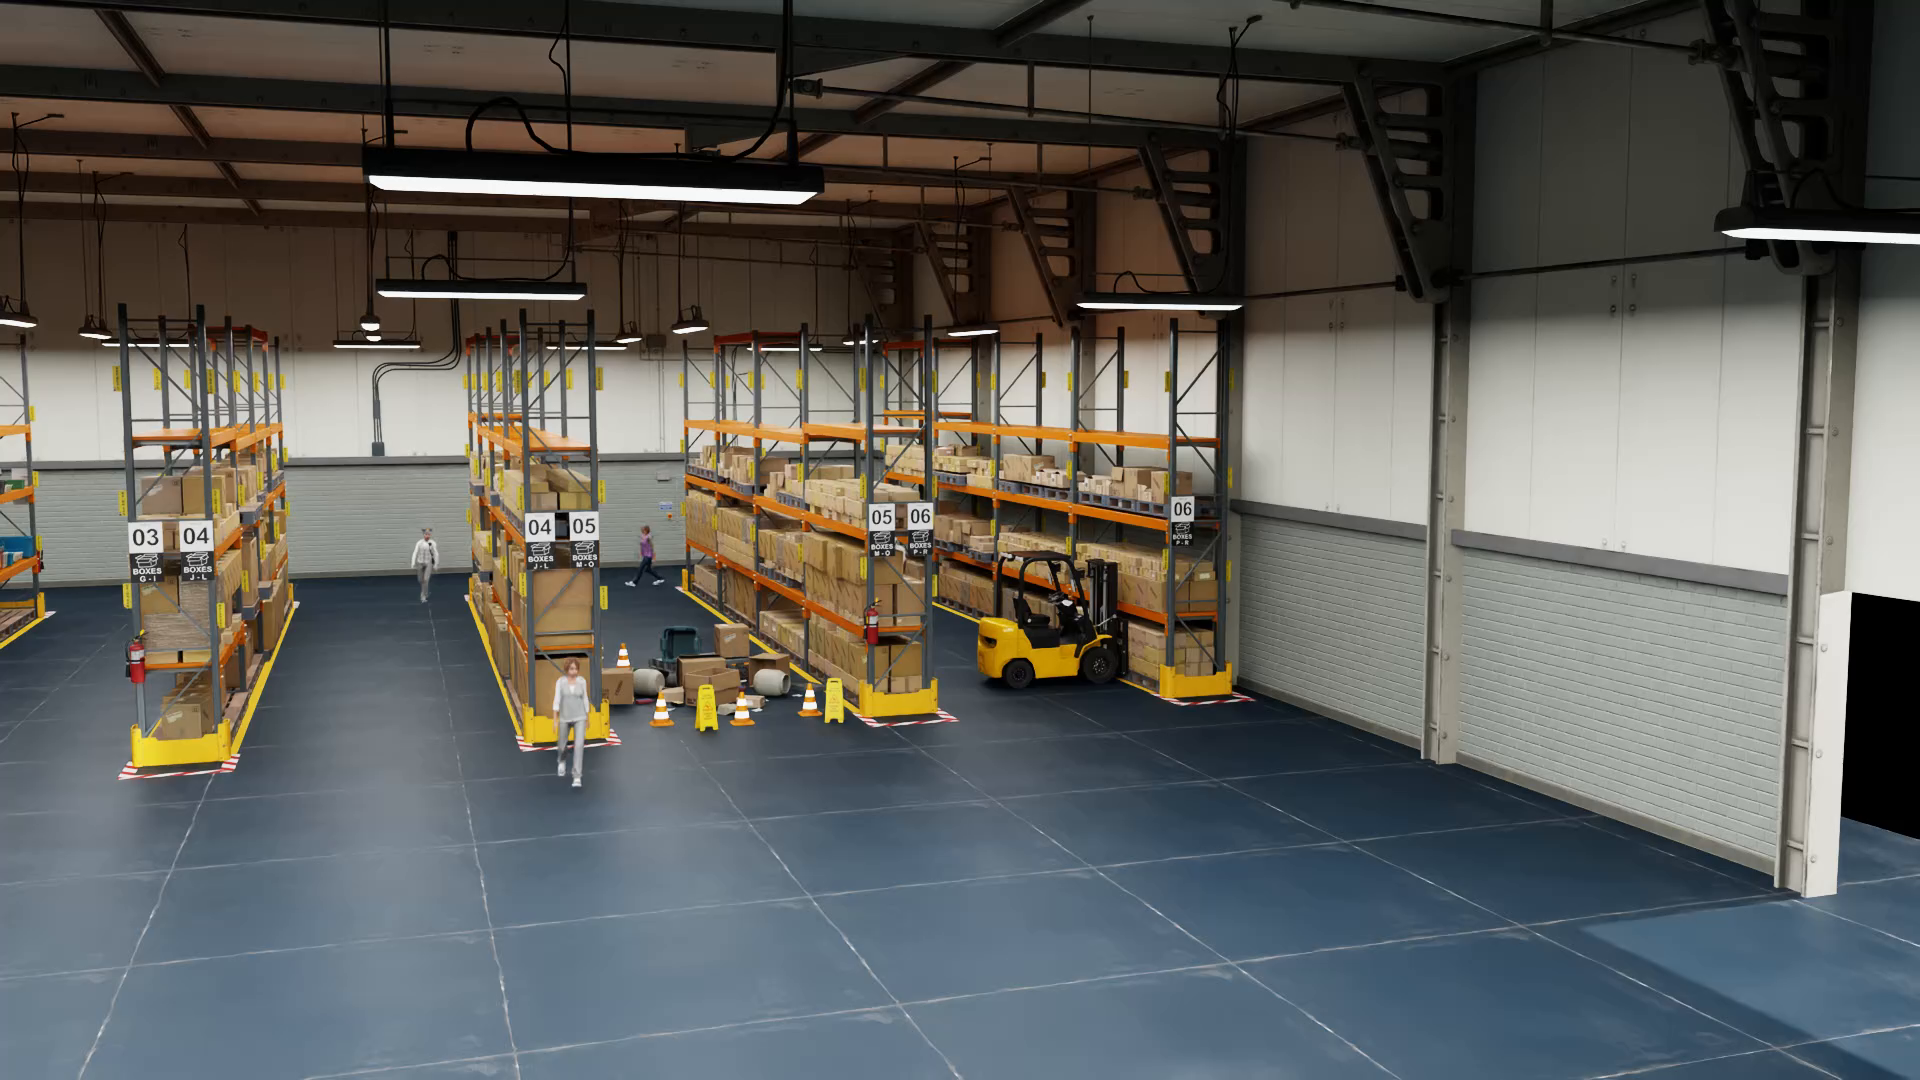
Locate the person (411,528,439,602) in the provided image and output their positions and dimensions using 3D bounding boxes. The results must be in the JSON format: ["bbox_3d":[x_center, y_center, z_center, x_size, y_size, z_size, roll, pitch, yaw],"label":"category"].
[{"bbox_3d":[-12.315,0.560,38.306,0.562,1.671,0.761,-1,5,-5],"label":"person"}]

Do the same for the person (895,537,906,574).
[{"bbox_3d":[-1.436,0.654,35.133,0.618,1.638,0.562,-3,6,-29],"label":"person"}]

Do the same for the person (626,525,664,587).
[{"bbox_3d":[-7.717,0.380,40.704,1.032,1.508,0.392,-3,6,-33],"label":"person"}]

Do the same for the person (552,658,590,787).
[{"bbox_3d":[-4.841,2.249,20.692,0.457,1.568,0.827,-1,6,-14],"label":"person"}]
